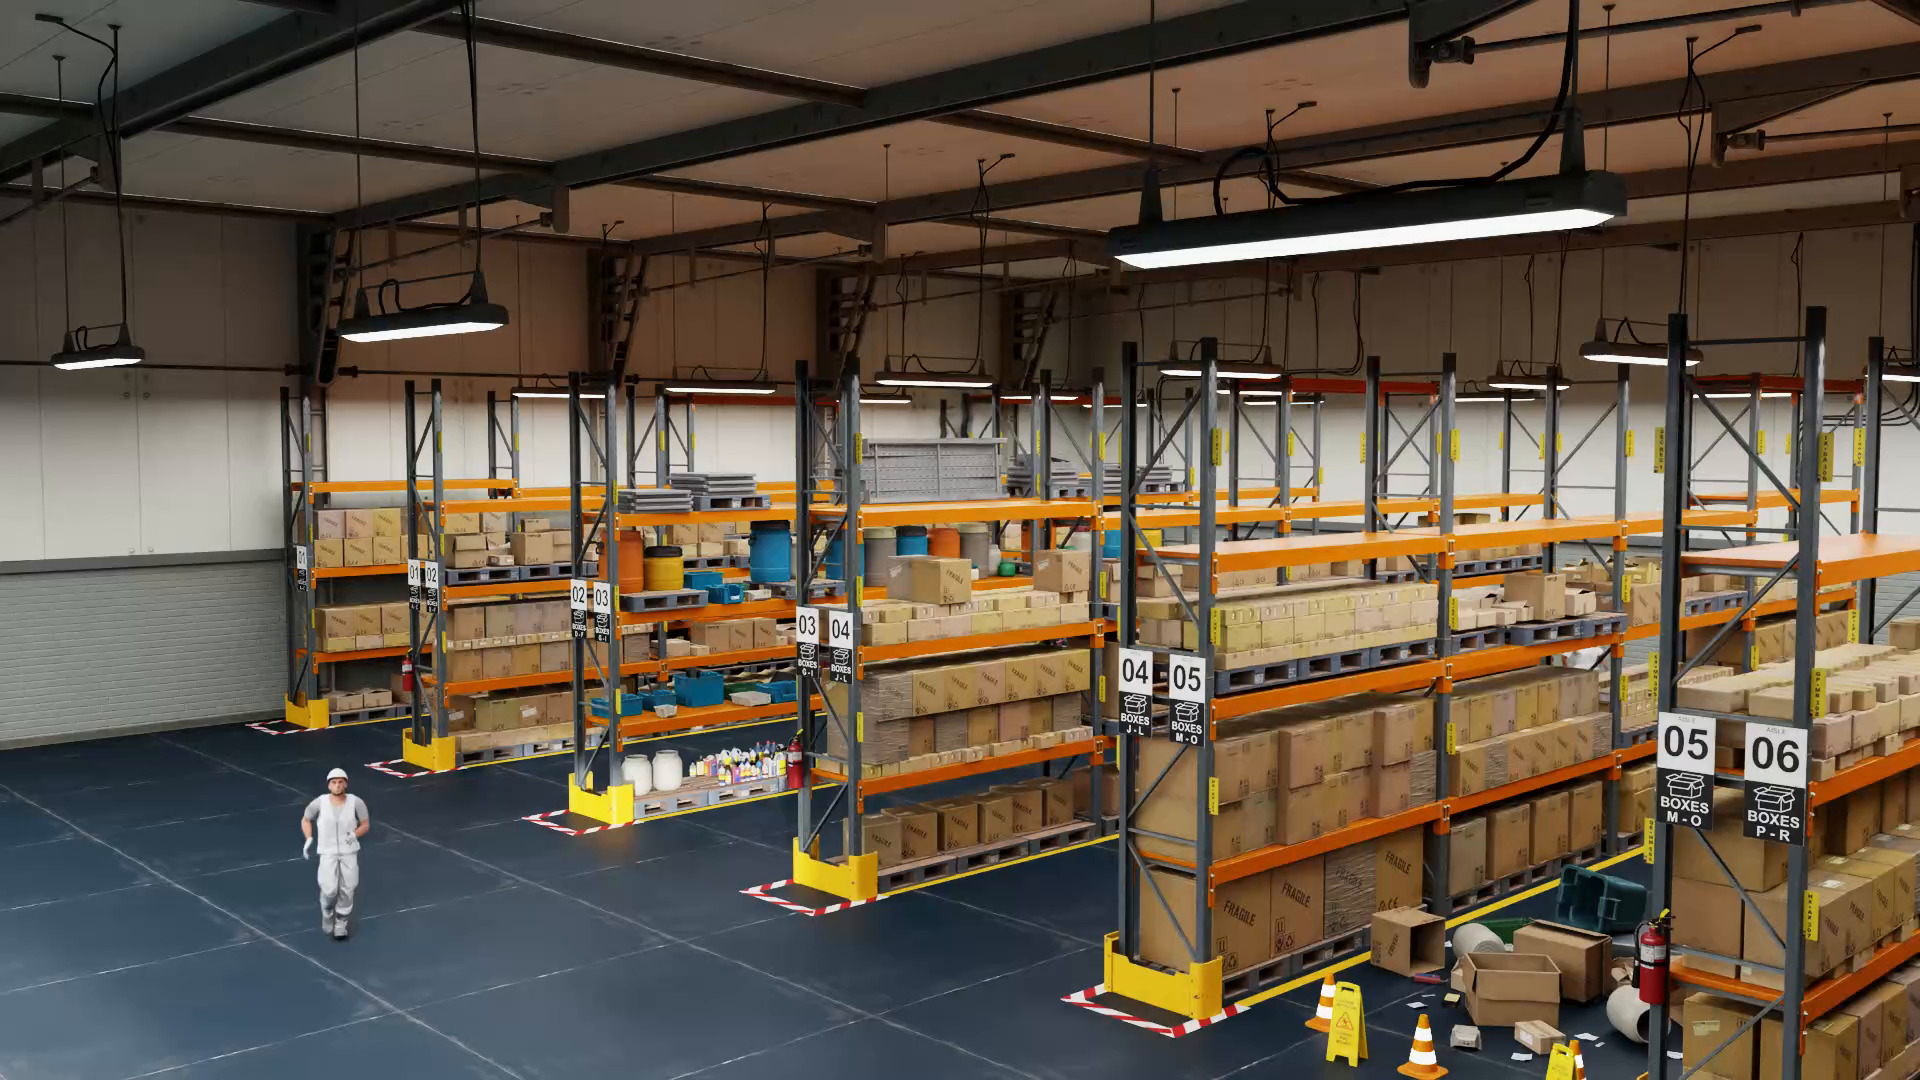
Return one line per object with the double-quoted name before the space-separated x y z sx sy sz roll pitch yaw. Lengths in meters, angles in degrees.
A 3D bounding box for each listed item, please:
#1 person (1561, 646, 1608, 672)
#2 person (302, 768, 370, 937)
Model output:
"person" 11.288 2.413 29.848 0.758 1.752 0.634 -1 4 -19
"person" -6.321 3.197 16.890 0.642 1.743 0.605 -2 4 -24
